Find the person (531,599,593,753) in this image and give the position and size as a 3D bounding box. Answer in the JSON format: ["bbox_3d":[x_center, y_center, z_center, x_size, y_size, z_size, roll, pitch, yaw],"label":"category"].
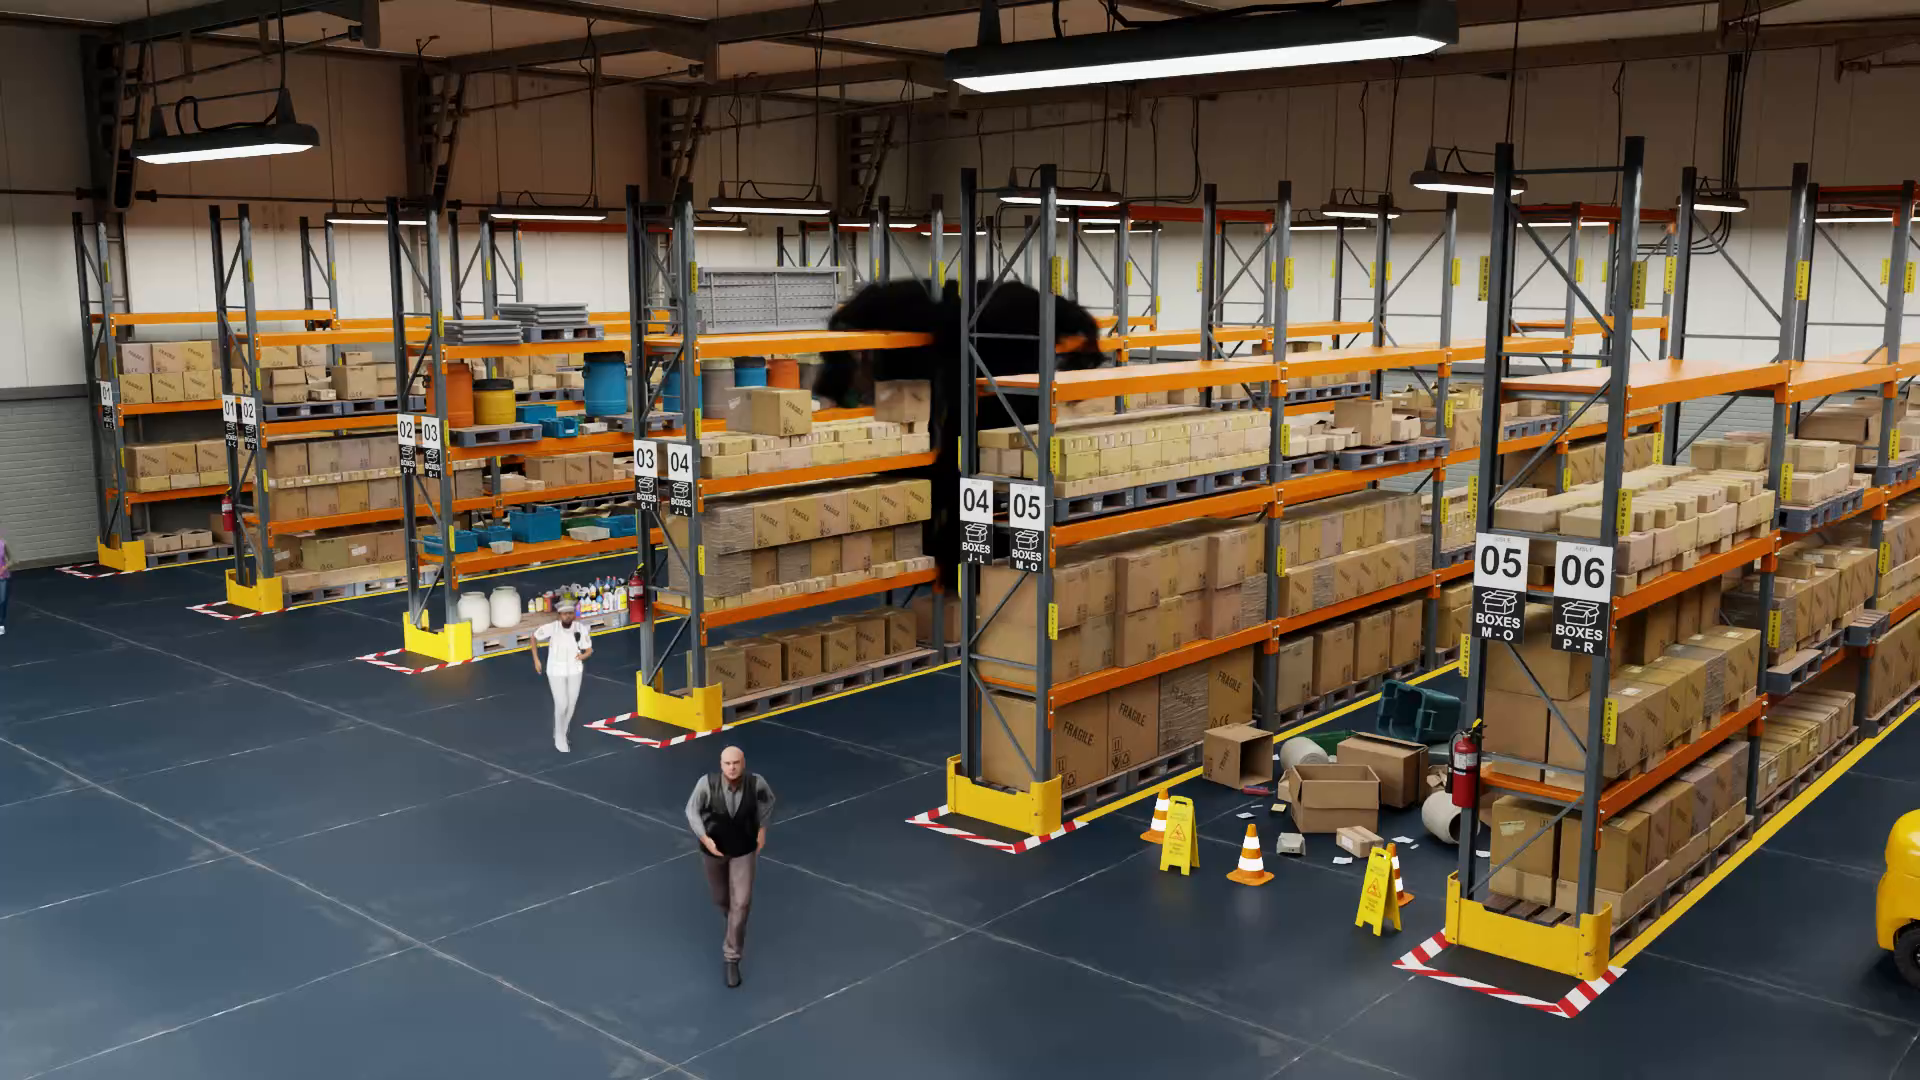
[{"bbox_3d":[-4.199,1.435,17.658,0.597,1.679,0.722,-5,11,-27],"label":"person"}]

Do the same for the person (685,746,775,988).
[{"bbox_3d":[-1.698,2.316,12.368,0.659,1.713,1.062,-1,10,-6],"label":"person"}]

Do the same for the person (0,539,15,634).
[{"bbox_3d":[-13.524,0.550,23.308,0.532,1.560,0.540,-5,11,-29],"label":"person"}]
